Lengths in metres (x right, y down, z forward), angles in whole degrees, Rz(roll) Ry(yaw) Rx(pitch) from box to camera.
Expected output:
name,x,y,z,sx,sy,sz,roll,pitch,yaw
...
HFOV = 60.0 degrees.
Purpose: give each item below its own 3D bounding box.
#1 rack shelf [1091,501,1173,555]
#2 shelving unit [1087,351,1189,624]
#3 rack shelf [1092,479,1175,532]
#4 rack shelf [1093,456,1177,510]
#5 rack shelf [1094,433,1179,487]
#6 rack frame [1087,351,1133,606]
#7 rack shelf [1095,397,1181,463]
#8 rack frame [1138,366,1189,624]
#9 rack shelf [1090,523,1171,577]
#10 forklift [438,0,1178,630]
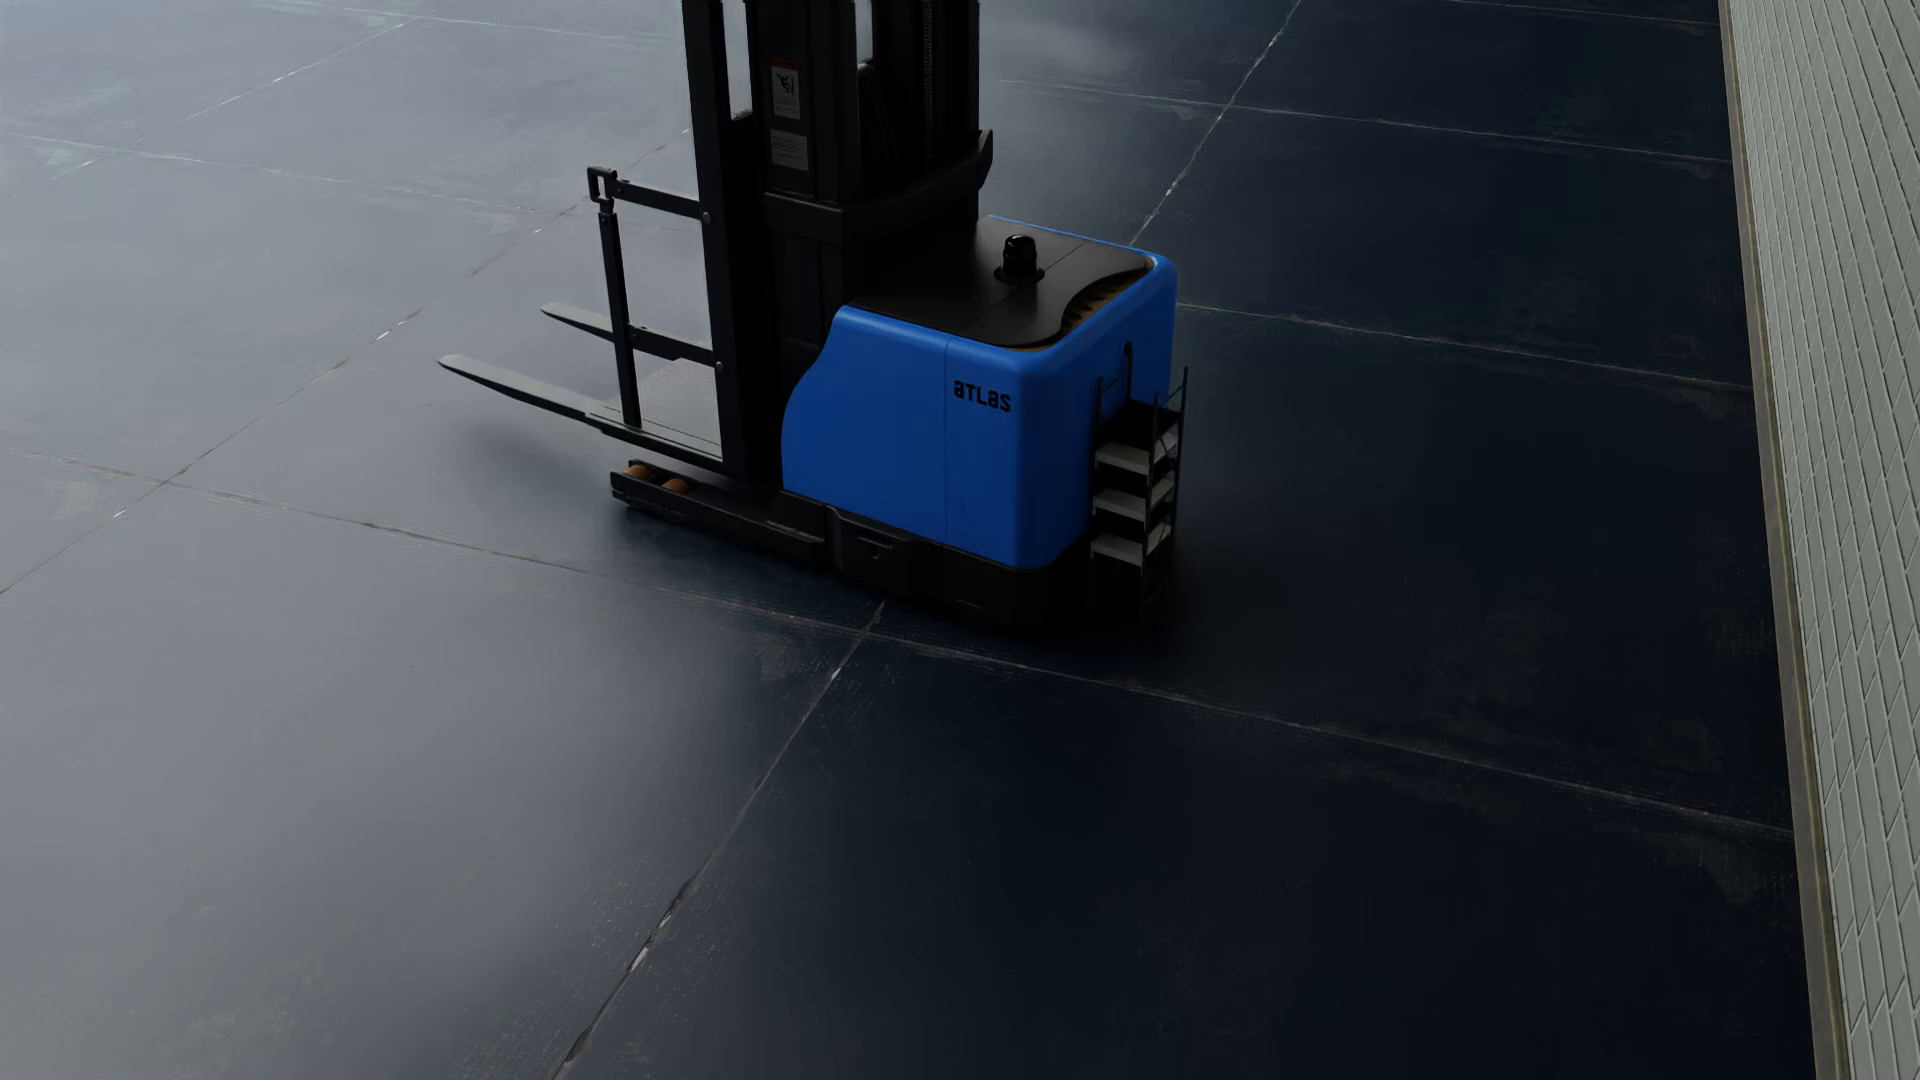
name,x,y,z,sx,sy,sz,roll,pitch,yaw
rack shelf,0.601,-0.067,5.752,0.200,0.077,0.258,19,37,26
shelving unit,0.601,-0.171,5.685,0.210,0.900,0.258,19,37,26
rack shelf,0.601,-0.143,5.703,0.200,0.077,0.258,19,37,26
rack shelf,0.601,-0.218,5.654,0.200,0.077,0.258,19,37,26
rack shelf,0.601,-0.294,5.605,0.200,0.077,0.258,19,37,26
rack frame,0.515,-0.200,5.730,0.006,0.900,0.240,19,37,26
rack shelf,0.601,-0.370,5.557,0.200,0.077,0.258,19,37,26
rack frame,0.687,-0.142,5.640,0.006,0.900,0.240,19,37,26
rack shelf,0.601,0.008,5.801,0.200,0.077,0.258,19,37,26
forklift,-0.746,-1.519,5.900,3.031,2.935,1.130,19,37,26
